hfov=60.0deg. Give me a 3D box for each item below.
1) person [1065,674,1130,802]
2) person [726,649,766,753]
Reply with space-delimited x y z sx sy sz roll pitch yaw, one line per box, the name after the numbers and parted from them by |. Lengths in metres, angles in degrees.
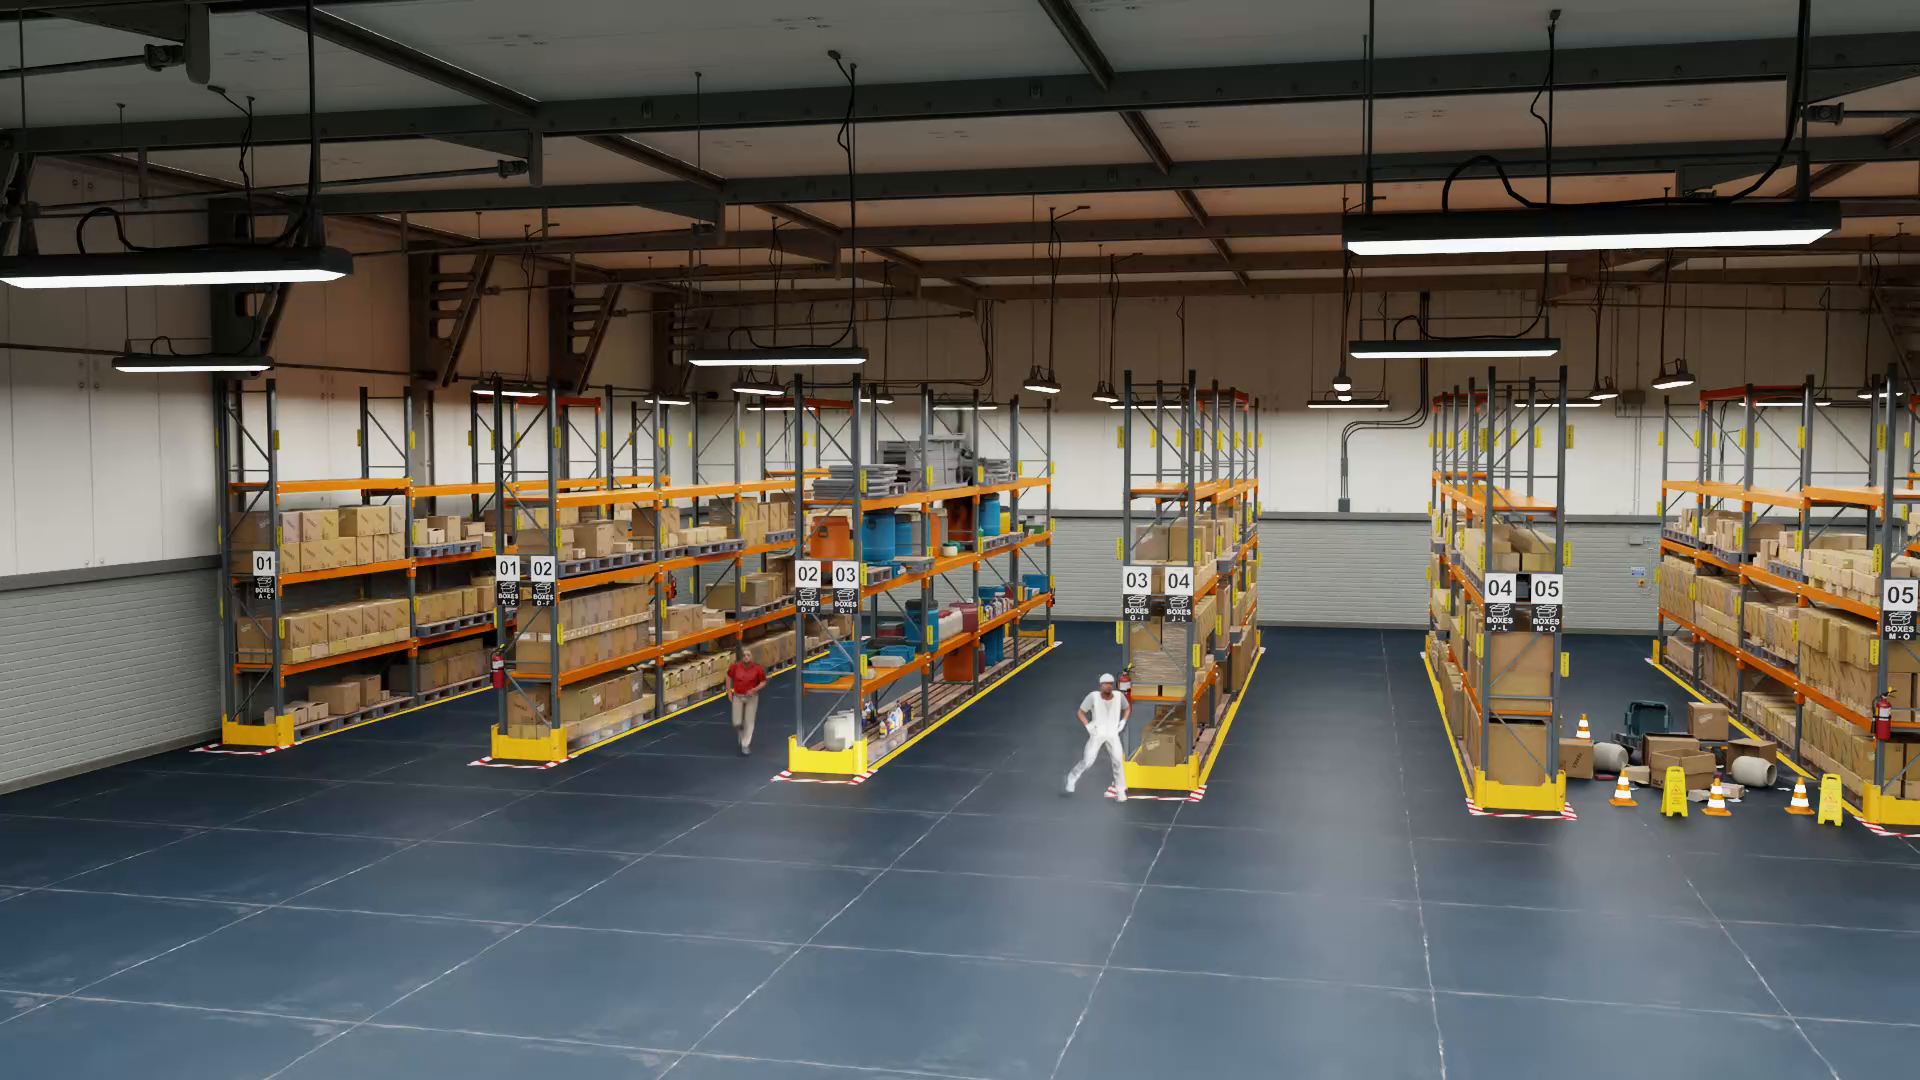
1.971 2.744 23.274 0.911 1.775 0.764 -1 4 -12 | person
-3.434 2.573 26.594 0.657 1.681 0.634 0 3 -1 | person
